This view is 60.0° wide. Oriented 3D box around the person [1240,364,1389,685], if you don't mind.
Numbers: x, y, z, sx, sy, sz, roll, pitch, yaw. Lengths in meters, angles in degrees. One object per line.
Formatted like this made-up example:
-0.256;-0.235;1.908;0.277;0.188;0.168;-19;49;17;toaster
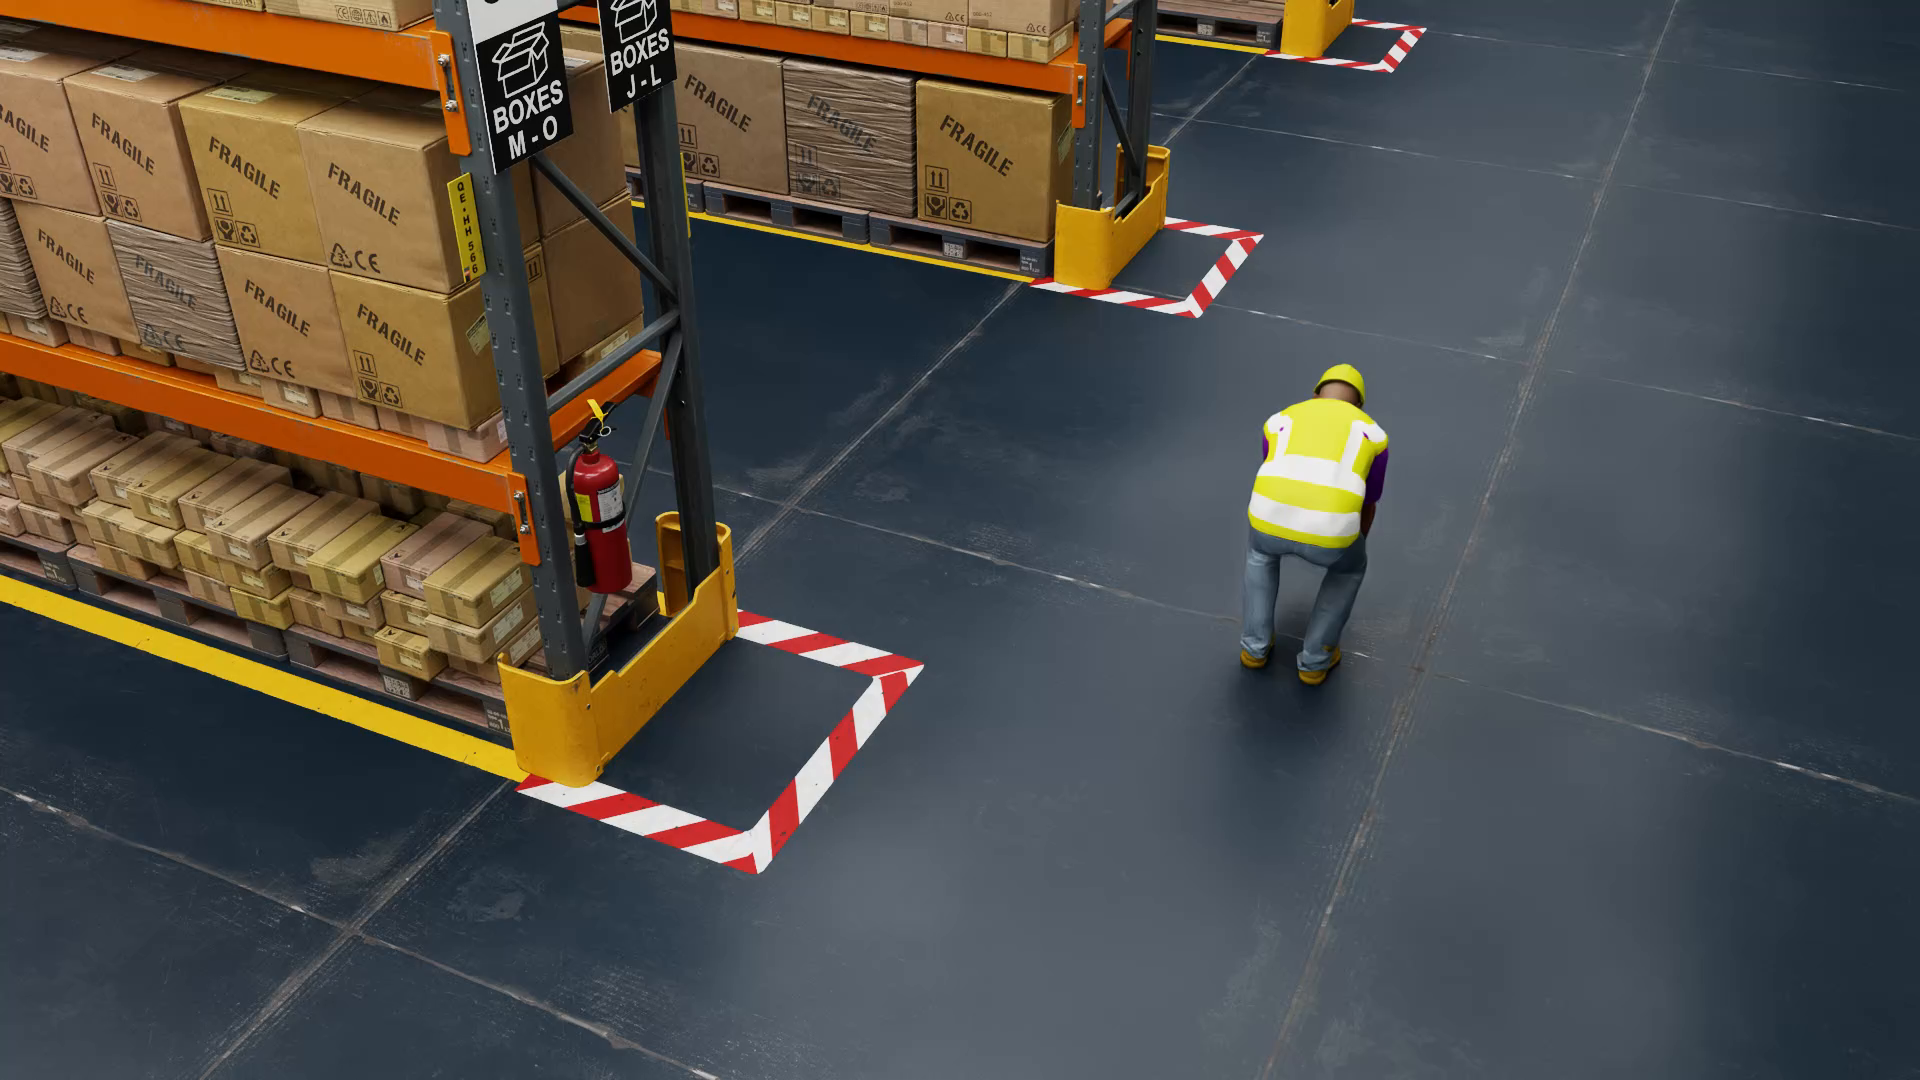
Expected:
1.438;-0.062;6.814;0.510;1.102;0.956;13;36;18;person
